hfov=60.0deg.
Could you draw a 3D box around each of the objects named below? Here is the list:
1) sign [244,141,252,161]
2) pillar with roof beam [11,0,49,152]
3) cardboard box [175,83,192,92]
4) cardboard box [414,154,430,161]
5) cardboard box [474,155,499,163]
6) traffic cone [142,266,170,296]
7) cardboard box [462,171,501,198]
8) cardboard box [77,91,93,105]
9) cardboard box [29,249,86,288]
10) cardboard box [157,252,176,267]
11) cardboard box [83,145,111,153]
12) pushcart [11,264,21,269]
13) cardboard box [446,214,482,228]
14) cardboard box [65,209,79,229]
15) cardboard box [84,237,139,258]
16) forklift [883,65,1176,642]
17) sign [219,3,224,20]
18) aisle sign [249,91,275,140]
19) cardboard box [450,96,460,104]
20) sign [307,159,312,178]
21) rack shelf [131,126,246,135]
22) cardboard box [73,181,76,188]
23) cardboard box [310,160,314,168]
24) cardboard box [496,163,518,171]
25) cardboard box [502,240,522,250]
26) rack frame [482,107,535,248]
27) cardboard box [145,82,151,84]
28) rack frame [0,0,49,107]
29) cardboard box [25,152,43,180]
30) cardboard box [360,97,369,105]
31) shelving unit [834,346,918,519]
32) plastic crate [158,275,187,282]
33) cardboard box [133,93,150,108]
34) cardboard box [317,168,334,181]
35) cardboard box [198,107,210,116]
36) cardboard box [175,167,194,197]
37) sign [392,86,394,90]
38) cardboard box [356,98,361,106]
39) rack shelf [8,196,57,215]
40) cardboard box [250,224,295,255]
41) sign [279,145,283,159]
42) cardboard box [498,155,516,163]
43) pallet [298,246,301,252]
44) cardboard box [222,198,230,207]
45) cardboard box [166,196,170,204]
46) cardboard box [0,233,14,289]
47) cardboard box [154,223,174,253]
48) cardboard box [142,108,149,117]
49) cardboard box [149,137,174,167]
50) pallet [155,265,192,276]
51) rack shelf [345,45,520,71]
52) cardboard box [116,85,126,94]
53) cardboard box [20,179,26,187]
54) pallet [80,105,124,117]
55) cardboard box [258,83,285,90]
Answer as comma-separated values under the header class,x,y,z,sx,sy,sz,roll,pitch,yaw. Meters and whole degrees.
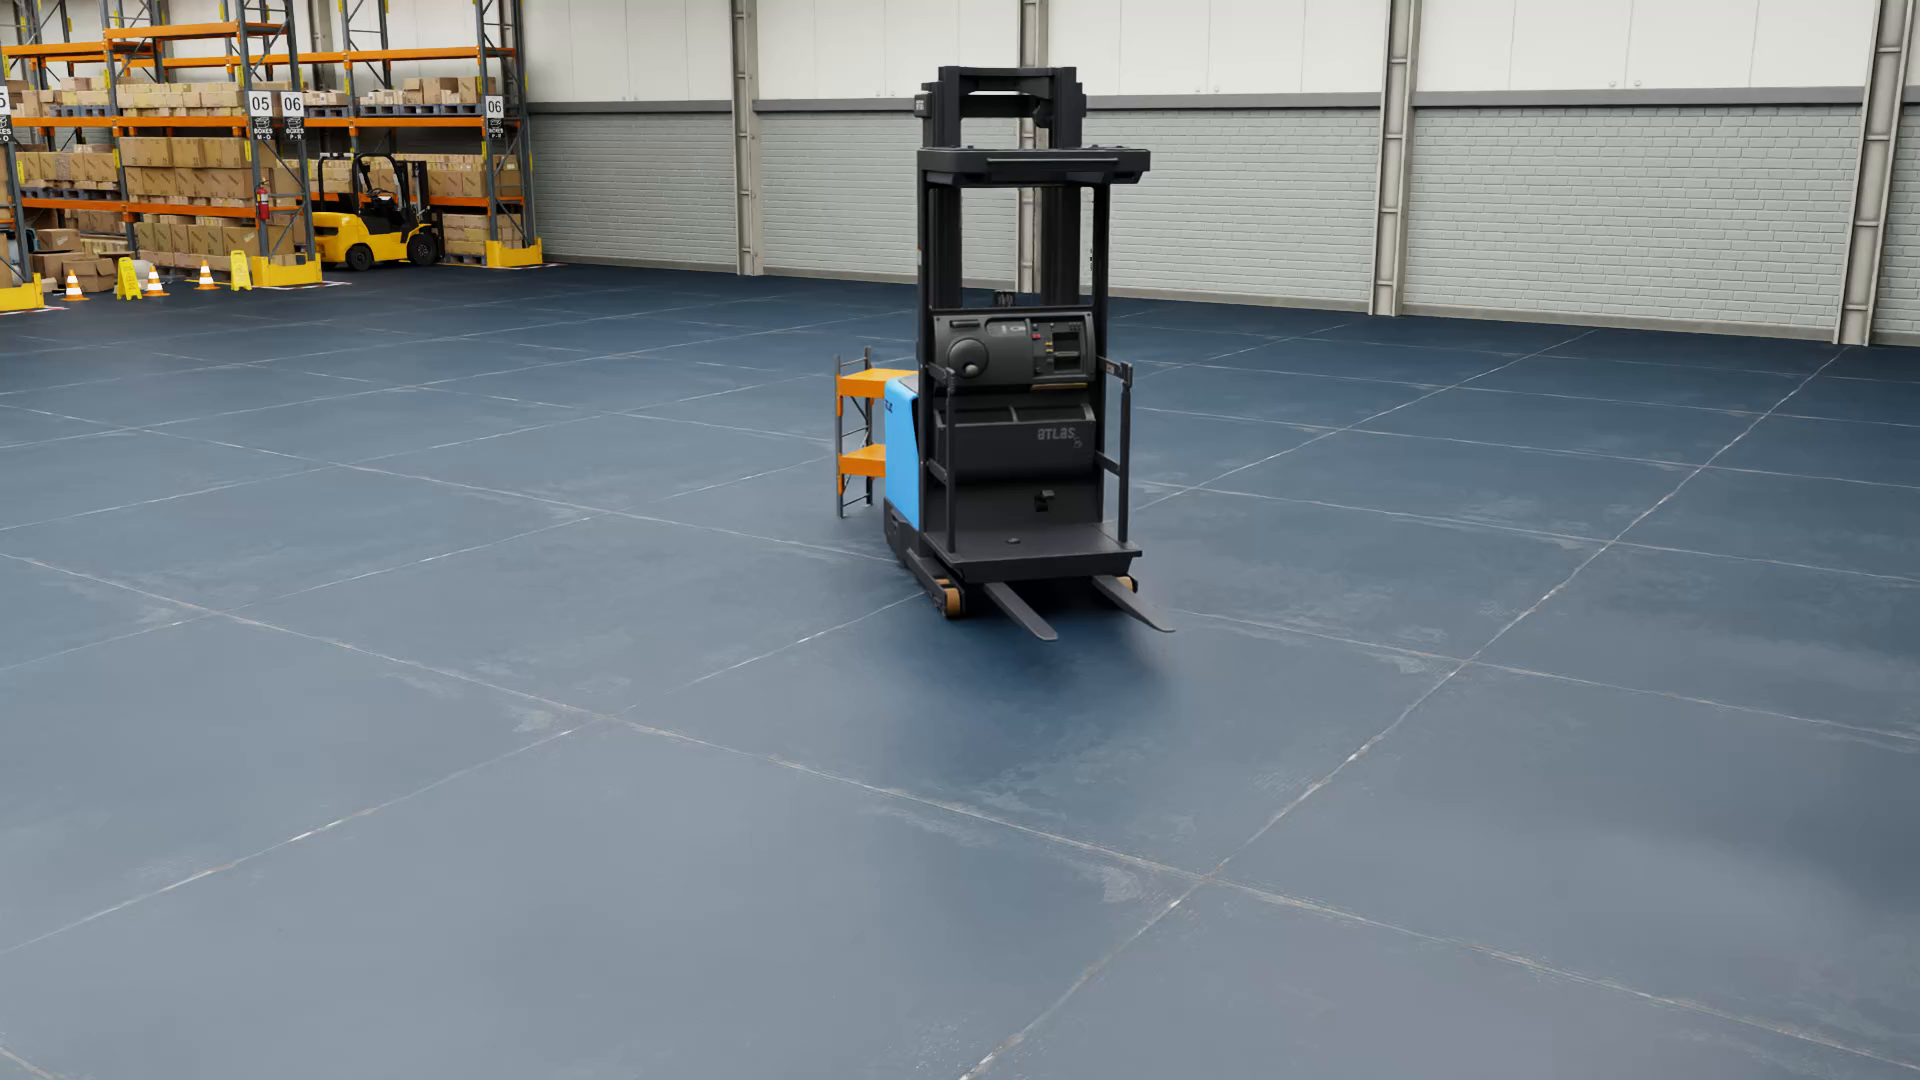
class,x,y,z,sx,sy,sz,roll,pitch,yaw
sign,-11.830,-6.464,27.626,0.005,0.325,0.100,9,17,33
pillar with roof beam,-26.149,-11.587,38.905,0.400,9.000,9.100,9,17,33
cardboard box,-13.240,-7.763,28.562,0.250,0.149,0.380,10,17,34
cardboard box,-10.626,-7.602,33.114,0.250,0.149,0.380,9,17,33
cardboard box,-9.151,-7.360,32.138,0.250,0.149,0.380,9,17,33
traffic cone,-12.917,-4.159,26.659,0.334,0.463,0.336,9,17,33
cardboard box,-9.291,-6.909,32.282,0.500,0.500,0.500,9,16,32
cardboard box,-15.805,-8.098,30.491,0.500,0.250,0.500,9,17,33
cardboard box,-15.154,-4.565,27.935,0.503,0.637,0.797,9,17,33
cardboard box,-14.034,-5.060,29.869,0.500,0.250,0.500,10,17,36
cardboard box,-15.911,-7.211,30.661,0.250,0.149,0.380,9,16,31
pushcart,-16.053,-4.659,28.857,0.936,0.377,1.648,3,14,14
cardboard box,-9.719,-6.268,32.669,0.500,0.250,0.500,10,17,34
cardboard box,-21.558,-7.884,40.749,0.637,0.503,0.797,8,16,31
cardboard box,-15.858,-5.487,31.340,0.625,0.372,0.950,10,17,36
forklift,0.363,-1.099,9.161,1.130,2.935,3.031,-3,14,-14
sign,-15.669,-11.214,35.288,0.005,0.325,0.100,9,17,33
aisle sign,-11.614,-7.052,27.659,0.004,0.787,0.394,9,17,33
cardboard box,-9.593,-8.484,32.051,0.250,0.149,0.380,9,16,31
sign,-11.201,-6.385,28.572,0.005,0.325,0.100,9,17,33
rack shelf,-17.034,-9.295,37.382,4.000,0.370,1.077,9,17,33
cardboard box,-16.403,-6.684,31.232,0.250,0.149,0.380,9,16,31
cardboard box,-13.539,-7.914,34.991,0.250,0.149,0.380,9,17,33
cardboard box,-8.873,-7.307,32.542,0.250,0.149,0.380,9,16,31
cardboard box,-9.035,-5.821,32.942,0.500,0.250,0.500,9,17,33
rack frame,-8.736,-6.847,32.239,0.127,3.000,1.000,9,17,33
cardboard box,-18.638,-10.278,37.817,0.258,0.266,0.396,9,17,32
rack frame,-18.142,-9.841,31.852,0.127,3.000,1.000,9,17,33
cardboard box,-17.461,-7.151,31.768,0.500,0.500,0.500,10,17,36
cardboard box,-11.852,-8.849,33.526,0.250,0.149,0.380,10,17,34
shelving unit,-0.268,-0.698,11.301,1.048,1.125,0.538,6,15,23
plastic crate,-13.977,-4.602,29.246,0.583,0.080,0.402,3,14,14
cardboard box,-14.177,-7.740,29.297,0.500,0.250,0.500,9,17,32
cardboard box,-13.036,-7.635,34.697,0.500,0.250,0.500,9,16,31
cardboard box,-12.788,-7.323,28.444,0.250,0.149,0.380,9,17,32
cardboard box,-13.344,-6.275,29.102,0.500,0.500,0.500,9,17,33
sign,-11.747,-9.239,34.422,0.005,0.325,0.100,9,17,33
cardboard box,-12.650,-9.123,34.631,0.250,0.149,0.380,9,17,33
rack shelf,-19.801,-6.848,33.743,4.000,0.370,1.077,9,17,33
cardboard box,-12.038,-5.256,29.101,0.500,0.500,0.500,9,16,31
sign,-15.067,-8.593,36.883,0.005,0.325,0.100,9,17,33
cardboard box,-8.896,-7.442,32.467,0.250,0.149,0.380,9,16,32
pallet,-14.713,-6.448,36.431,1.213,0.211,1.003,9,17,33
cardboard box,-12.406,-5.793,28.503,0.250,0.149,0.380,9,16,32
cardboard box,-13.840,-6.042,29.511,0.250,0.149,0.380,9,17,33
cardboard box,-14.782,-4.106,24.716,0.875,0.875,0.875,9,17,33
cardboard box,-14.033,-5.424,29.778,0.500,0.500,0.500,10,17,35
cardboard box,-14.247,-7.579,29.477,0.250,0.149,0.380,9,17,33
cardboard box,-13.765,-6.823,29.237,0.500,0.500,0.700,9,16,32
pallet,-14.245,-4.956,30.406,1.213,0.211,1.003,9,17,33
rack shelf,-10.396,-9.484,32.736,4.000,0.370,1.077,9,17,33
cardboard box,-14.743,-8.007,29.546,0.250,0.149,0.380,9,16,32
cardboard box,-17.976,-6.931,32.227,0.250,0.149,0.380,8,16,30
pallet,-15.275,-7.862,30.488,1.003,0.211,1.213,9,17,33
cardboard box,-11.684,-7.666,28.170,0.250,0.149,0.380,9,17,32
